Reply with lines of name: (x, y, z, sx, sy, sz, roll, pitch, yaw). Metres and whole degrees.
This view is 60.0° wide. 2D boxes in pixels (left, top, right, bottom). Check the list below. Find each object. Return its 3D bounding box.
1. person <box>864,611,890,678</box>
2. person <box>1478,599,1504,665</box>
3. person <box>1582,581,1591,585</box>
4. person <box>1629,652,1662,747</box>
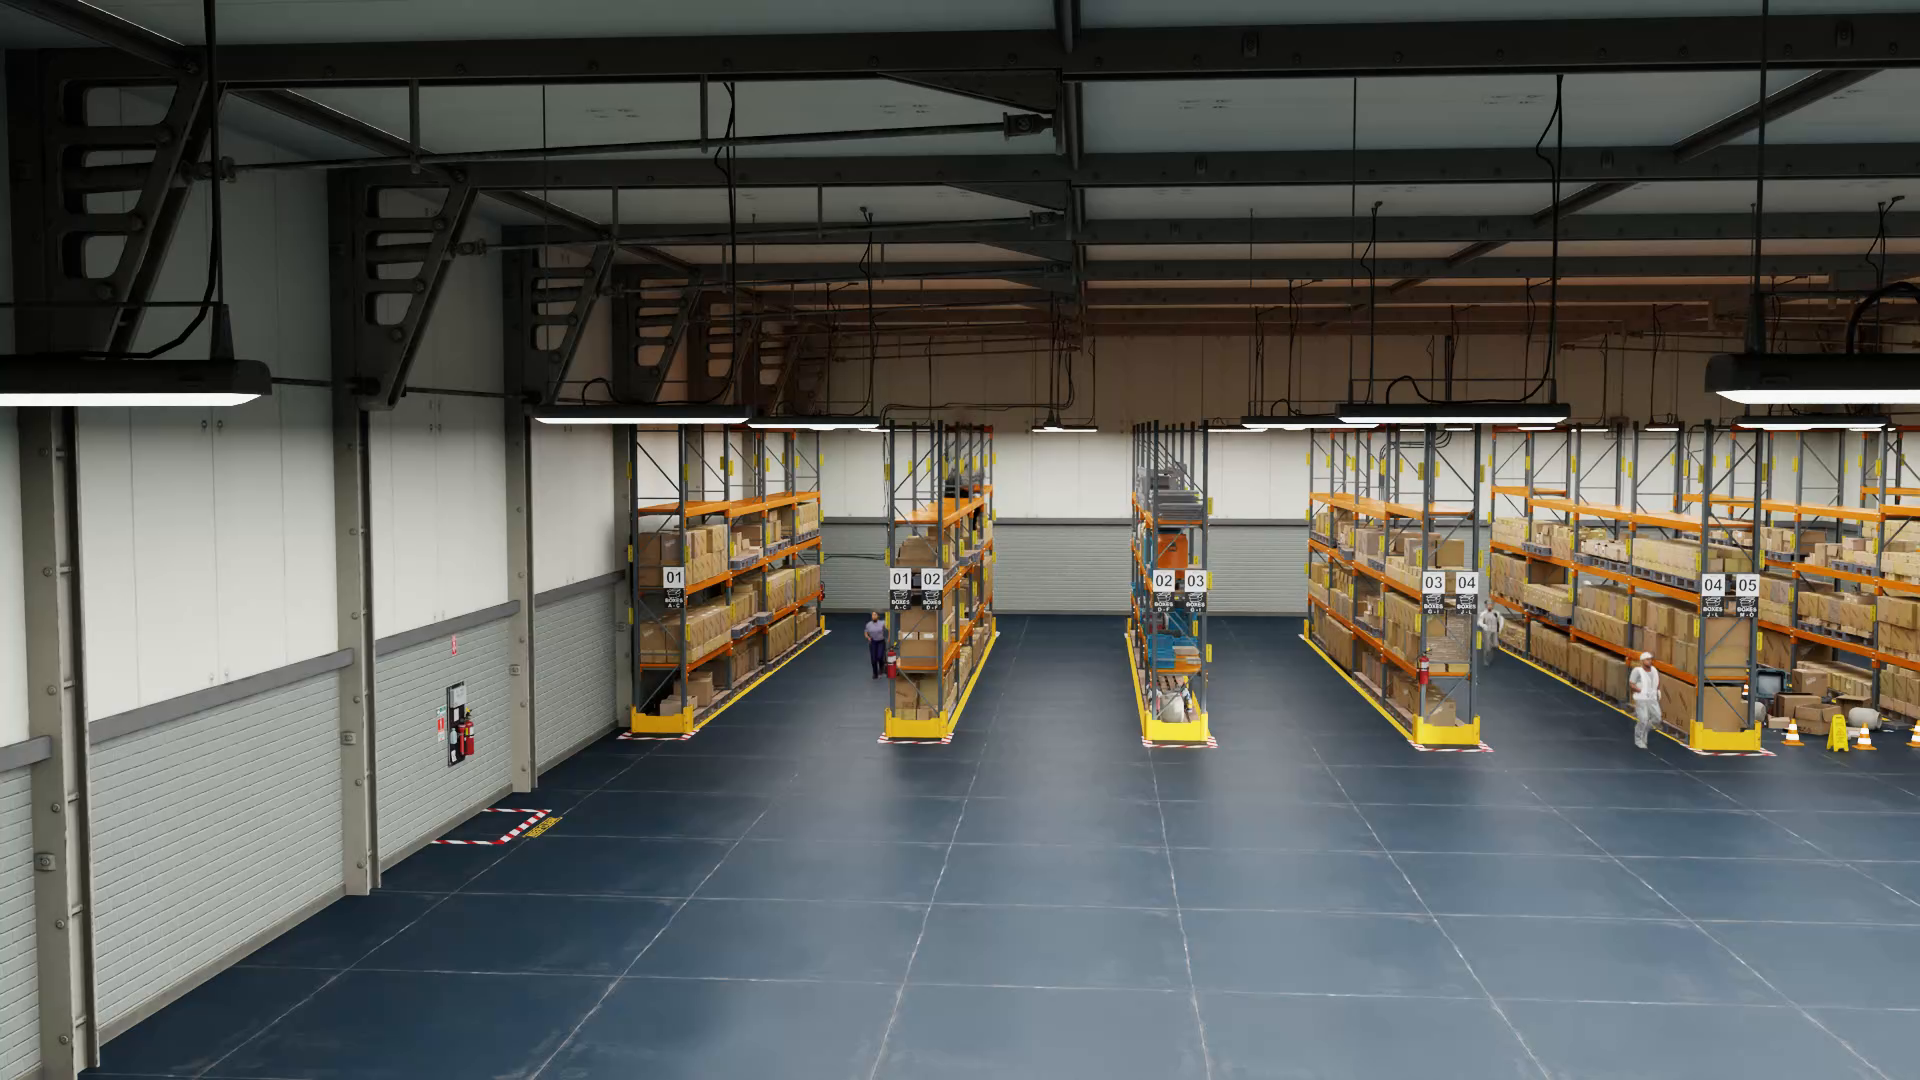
person: (-1.939, 2.465, 38.917, 0.610, 1.591, 0.697, 1, 4, 9)
person: (13.166, 2.289, 41.214, 0.636, 1.654, 0.672, 1, 4, 10)
person: (17.014, 1.980, 45.218, 0.629, 1.771, 0.693, -1, 4, -11)
person: (12.589, 2.928, 30.401, 0.734, 1.754, 0.601, -1, 4, -17)
